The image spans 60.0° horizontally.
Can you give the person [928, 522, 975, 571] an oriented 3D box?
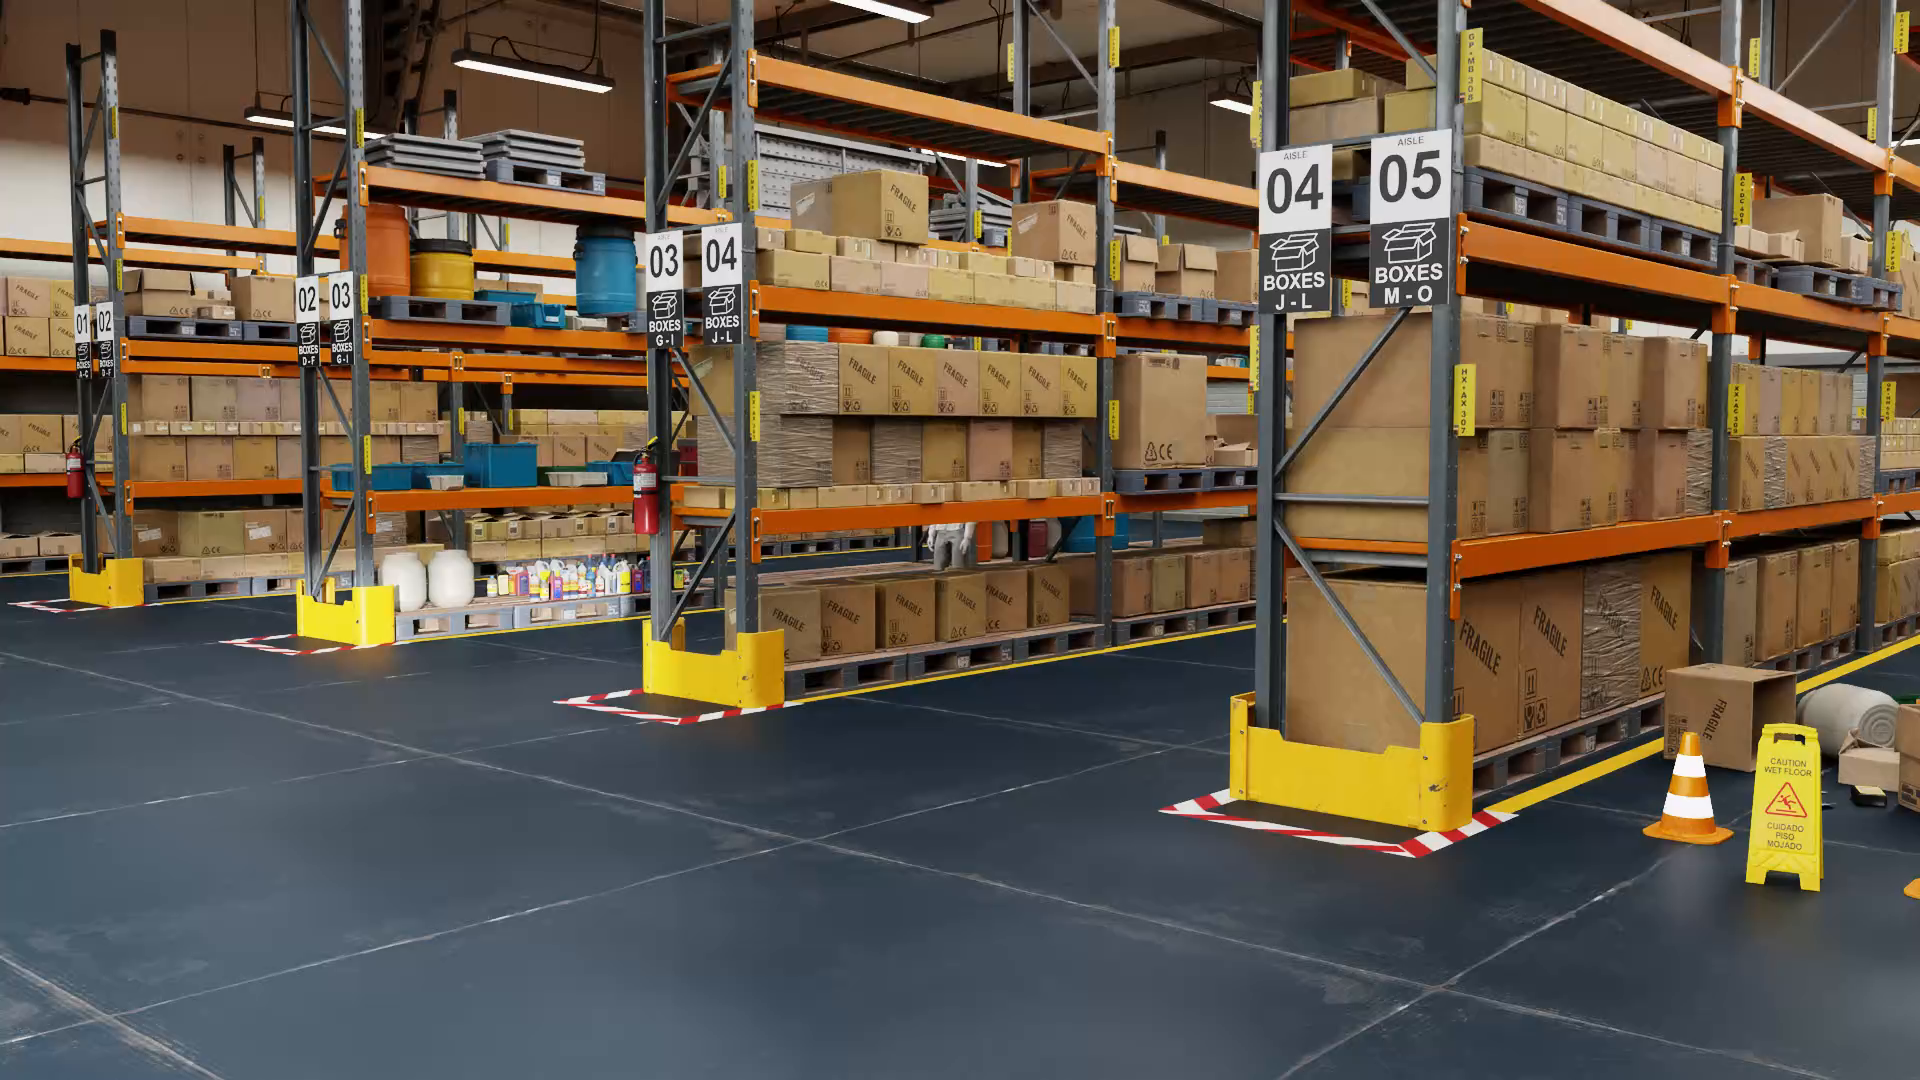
[{"bbox_3d":[-0.077,-0.013,15.670,0.530,1.664,0.371,3,5,41],"label":"person"}]
